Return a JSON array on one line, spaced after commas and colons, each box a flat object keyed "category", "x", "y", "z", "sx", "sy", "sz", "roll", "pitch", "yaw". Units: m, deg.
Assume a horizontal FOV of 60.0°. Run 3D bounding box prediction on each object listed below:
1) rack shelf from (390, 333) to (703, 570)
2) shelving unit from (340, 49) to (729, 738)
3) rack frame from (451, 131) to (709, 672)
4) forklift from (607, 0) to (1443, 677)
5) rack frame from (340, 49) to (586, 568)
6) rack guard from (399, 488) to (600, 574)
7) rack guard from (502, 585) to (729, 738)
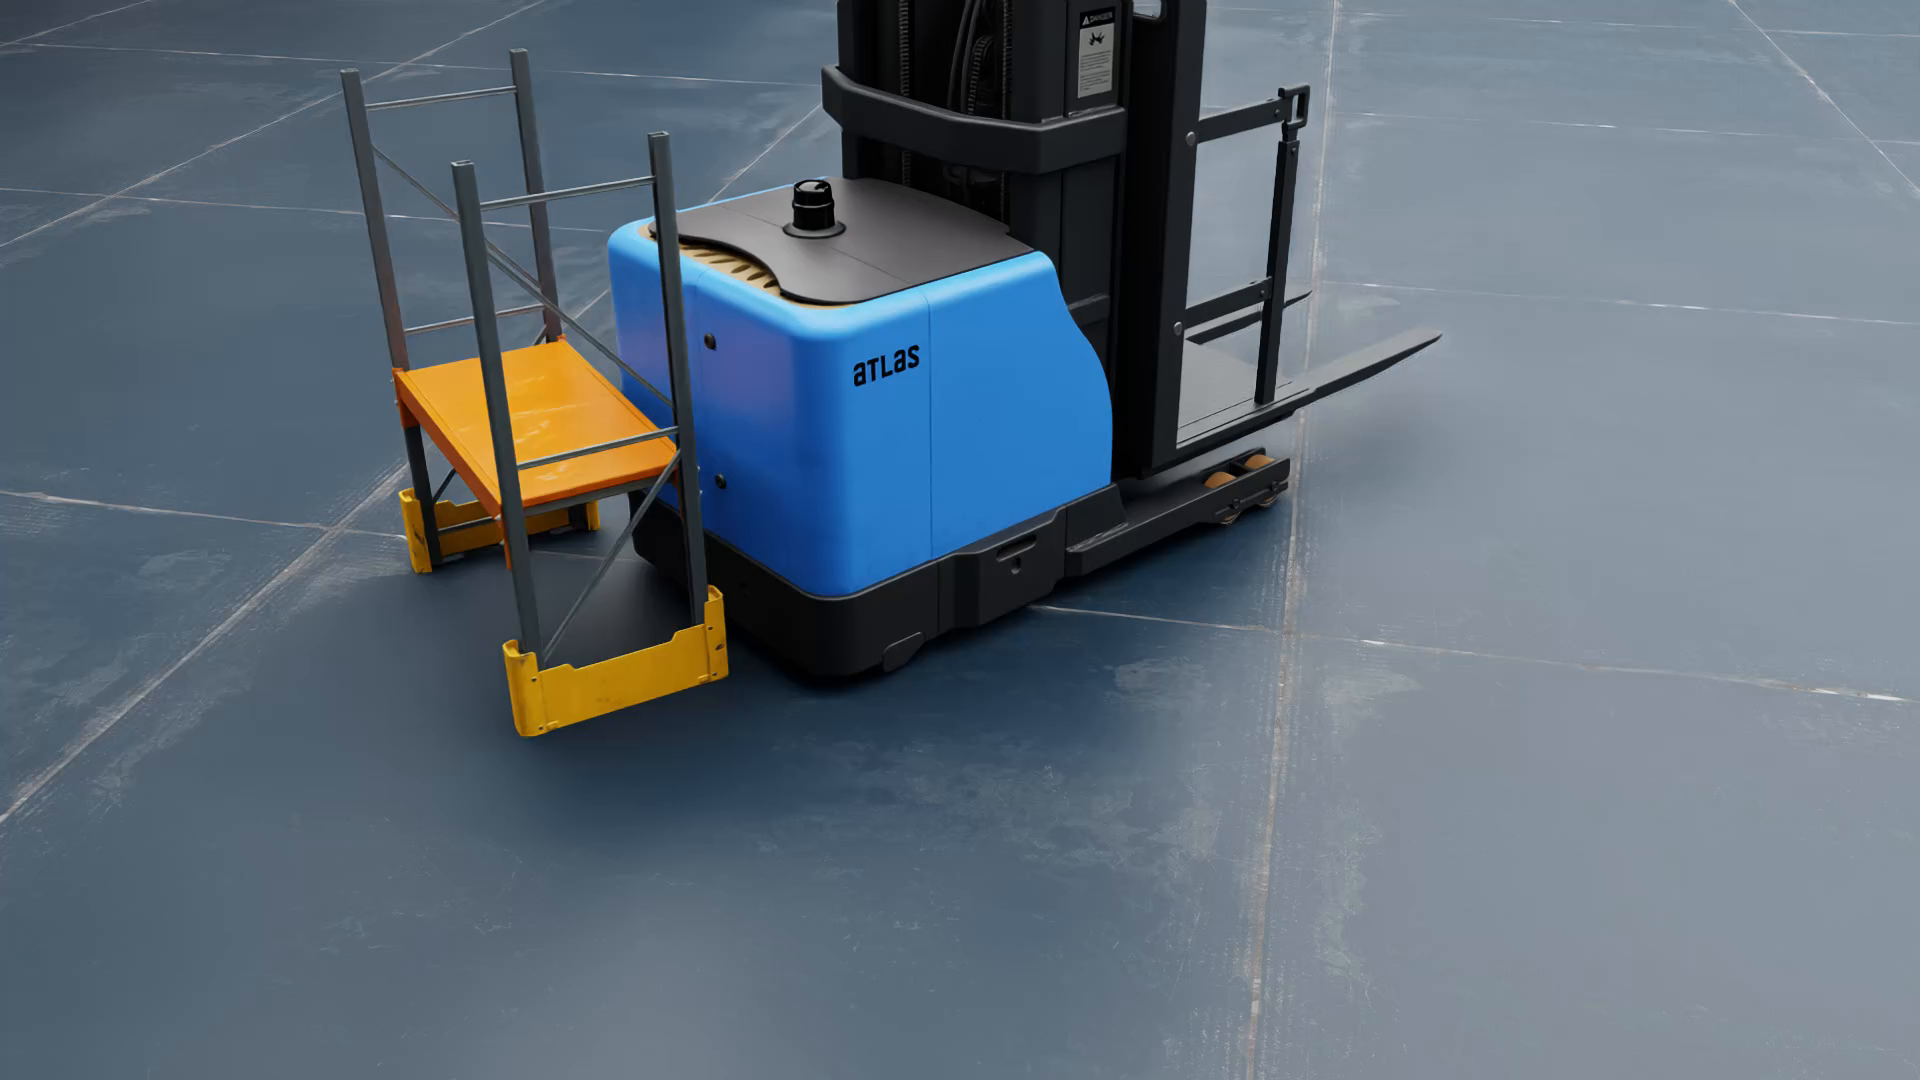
[{"category": "rack shelf", "x": -1.155, "y": -0.273, "z": 4.562, "sx": 0.538, "sy": 0.185, "sz": 1.000, "roll": -16, "pitch": 33, "yaw": -27}, {"category": "shelving unit", "x": -1.159, "y": -0.435, "z": 4.483, "sx": 0.587, "sy": 1.500, "sz": 1.083, "roll": -16, "pitch": 33, "yaw": -27}, {"category": "rack frame", "x": -0.891, "y": -0.222, "z": 4.094, "sx": 0.500, "sy": 1.500, "sz": 0.032, "roll": -16, "pitch": 33, "yaw": -27}, {"category": "forklift", "x": 0.446, "y": -1.505, "z": 4.947, "sx": 3.031, "sy": 2.935, "sz": 1.130, "roll": -23, "pitch": 36, "yaw": -35}, {"category": "rack frame", "x": -1.418, "y": -0.640, "z": 4.857, "sx": 0.500, "sy": 1.500, "sz": 0.032, "roll": -16, "pitch": 33, "yaw": -27}, {"category": "rack guard", "x": -1.418, "y": -0.091, "z": 5.156, "sx": 0.587, "sy": 0.250, "sz": 0.087, "roll": -16, "pitch": 33, "yaw": -27}, {"category": "rack guard", "x": -0.901, "y": 0.318, "z": 4.409, "sx": 0.587, "sy": 0.250, "sz": 0.087, "roll": -16, "pitch": 33, "yaw": -27}]
